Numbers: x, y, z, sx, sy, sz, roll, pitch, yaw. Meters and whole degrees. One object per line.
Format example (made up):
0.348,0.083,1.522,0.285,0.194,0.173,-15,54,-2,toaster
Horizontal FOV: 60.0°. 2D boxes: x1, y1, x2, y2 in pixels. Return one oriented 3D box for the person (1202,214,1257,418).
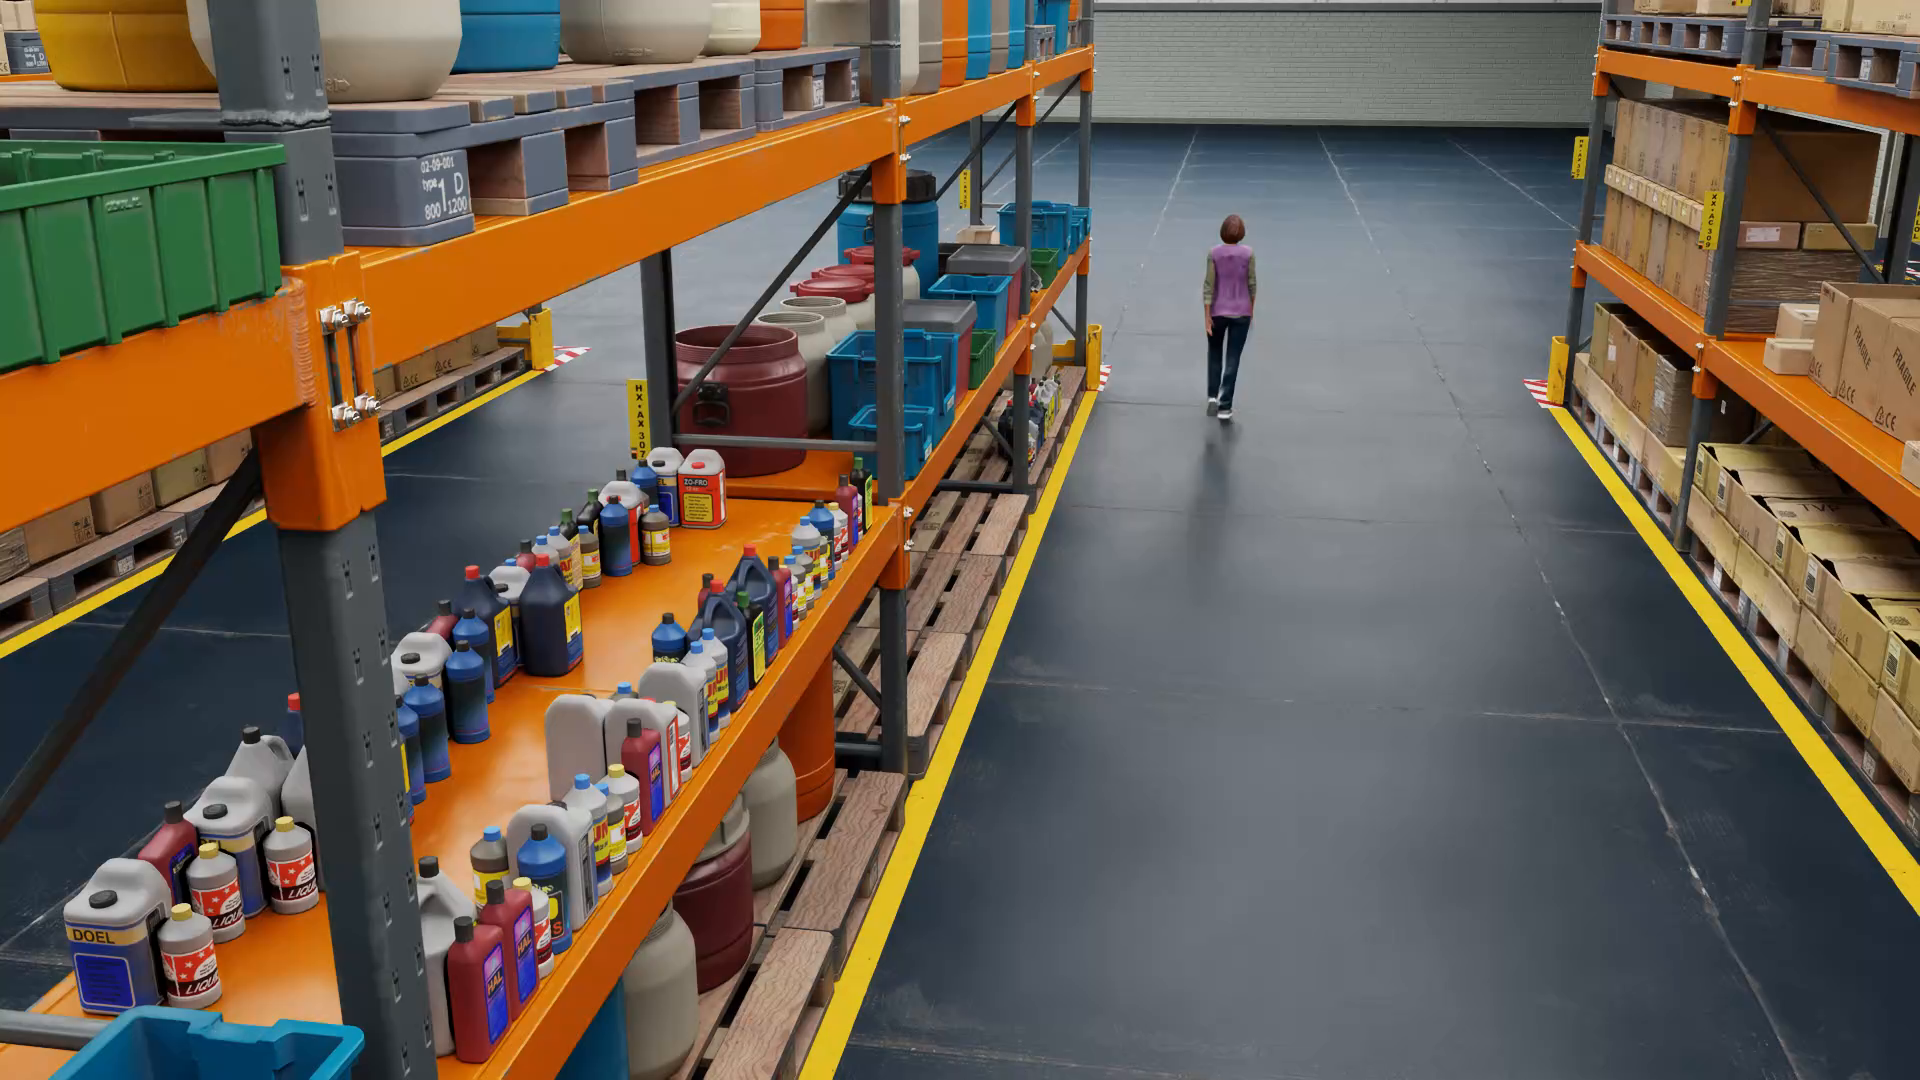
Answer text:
2.119,-1.756,13.094,0.408,1.616,0.728,4,18,12,person
